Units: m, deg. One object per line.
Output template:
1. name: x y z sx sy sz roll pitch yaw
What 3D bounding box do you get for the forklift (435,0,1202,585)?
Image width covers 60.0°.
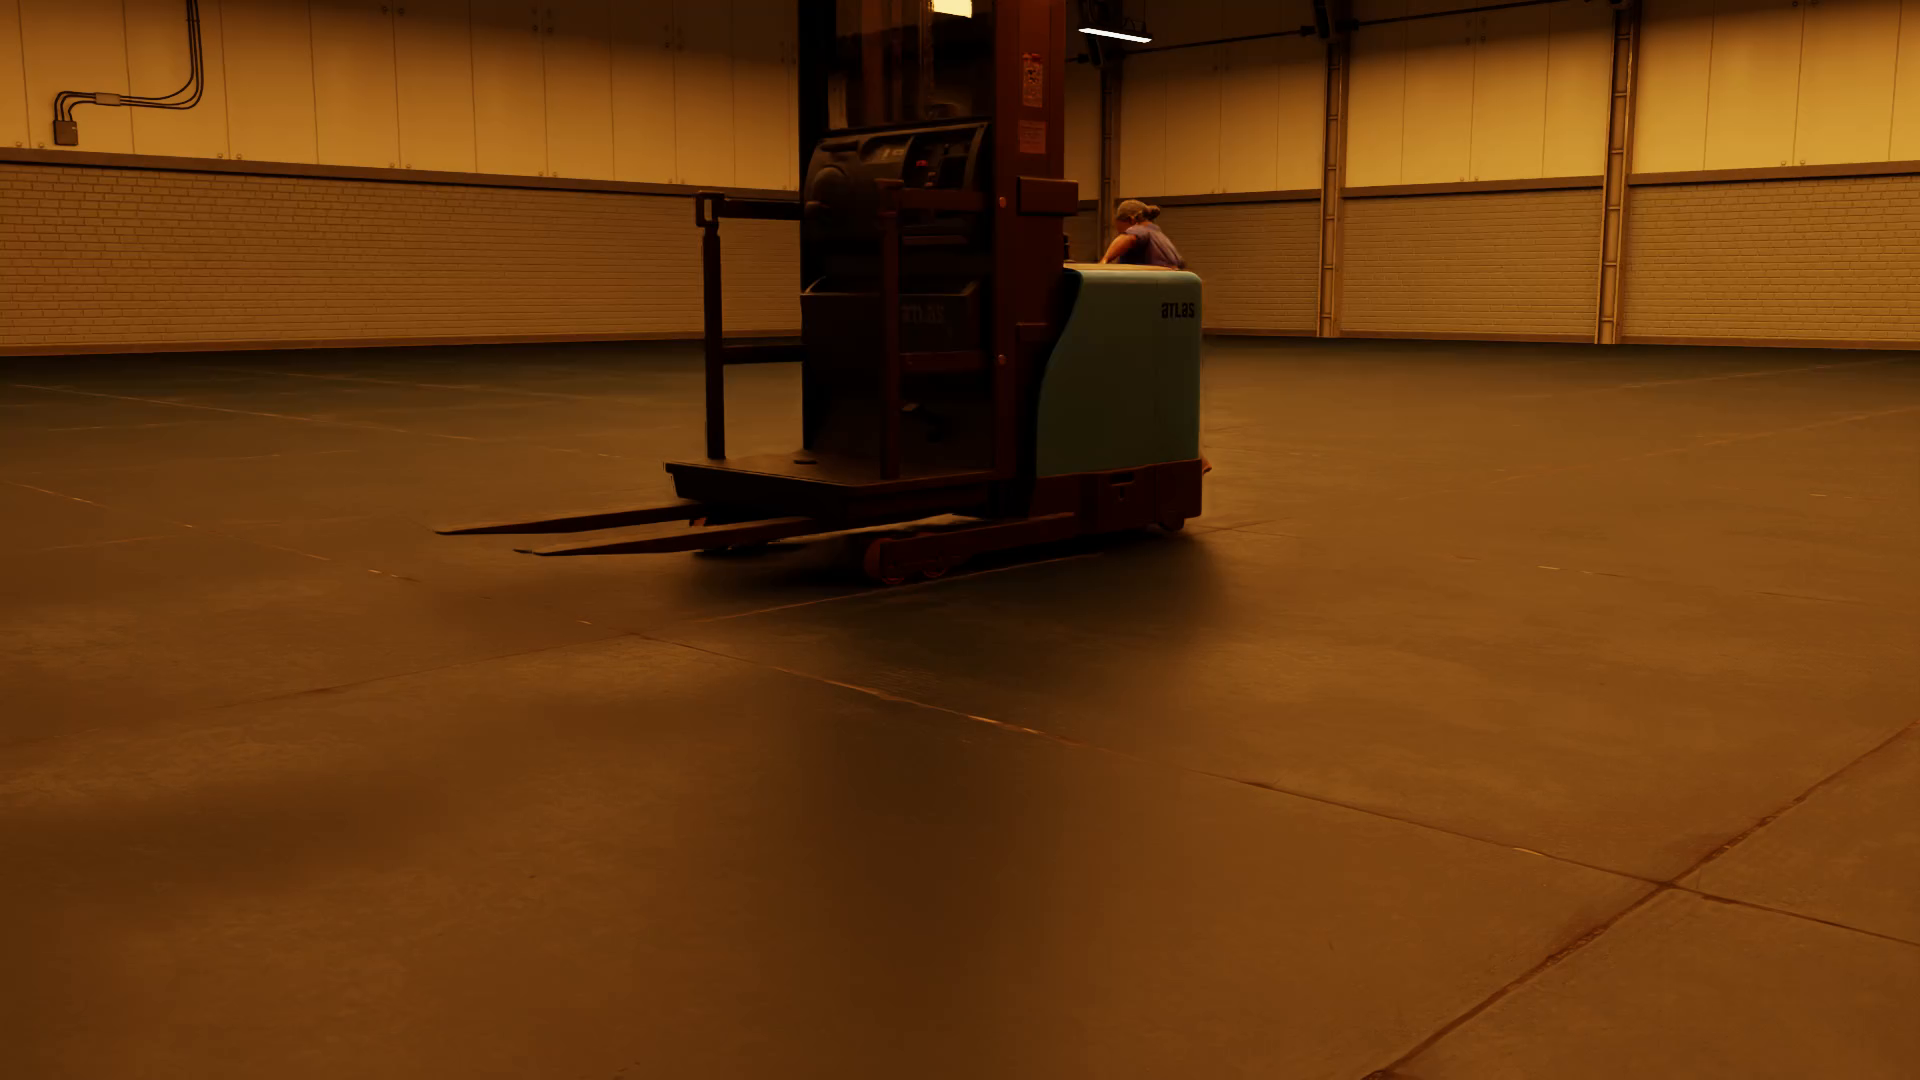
1. forklift: -0.399 -1.380 6.041 3.031 2.935 1.130 -8 12 -44

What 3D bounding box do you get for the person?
1. person: 0.849 -0.959 8.223 0.659 1.454 1.105 7 11 41
